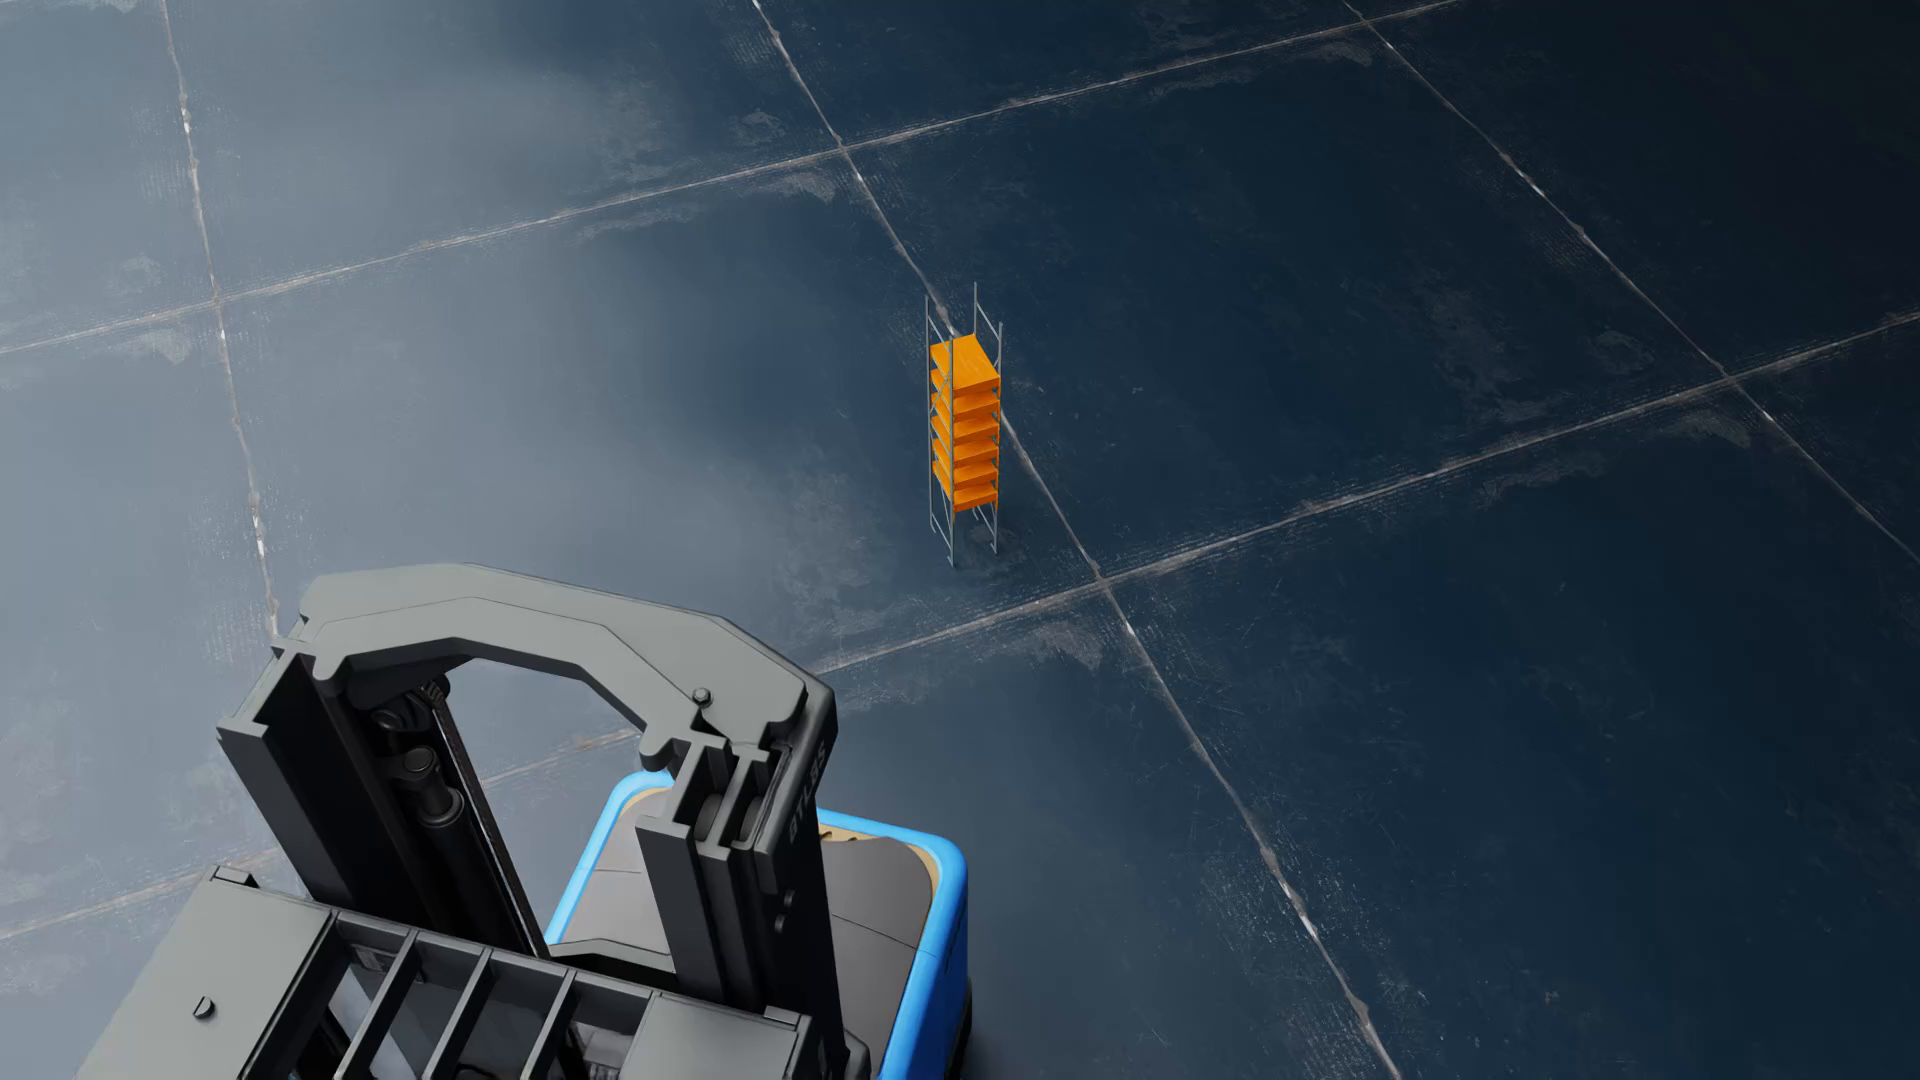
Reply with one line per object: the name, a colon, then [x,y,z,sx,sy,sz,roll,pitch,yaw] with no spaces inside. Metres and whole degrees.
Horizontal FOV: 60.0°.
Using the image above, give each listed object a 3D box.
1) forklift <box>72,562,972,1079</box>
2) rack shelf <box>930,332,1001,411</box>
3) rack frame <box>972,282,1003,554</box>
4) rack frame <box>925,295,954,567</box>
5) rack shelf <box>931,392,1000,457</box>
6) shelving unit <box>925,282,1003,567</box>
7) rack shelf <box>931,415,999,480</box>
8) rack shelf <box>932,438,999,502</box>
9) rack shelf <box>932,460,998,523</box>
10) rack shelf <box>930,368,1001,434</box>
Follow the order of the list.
forklift: [-0.837,1.549,3.328,1.130,2.935,3.031,11,50,10]
rack shelf: [0.013,-0.601,5.900,0.180,0.103,0.258,-17,52,-14]
rack frame: [0.098,-0.421,6.162,0.006,1.200,0.240,-17,52,-14]
rack frame: [-0.071,-0.369,6.117,0.006,1.200,0.240,-17,52,-14]
rack shelf: [0.013,-0.444,6.082,0.180,0.103,0.258,-17,52,-14]
shelving unit: [0.013,-0.395,6.139,0.189,1.200,0.258,-17,52,-14]
rack shelf: [0.013,-0.366,6.173,0.180,0.103,0.258,-17,52,-14]
rack shelf: [0.013,-0.288,6.264,0.180,0.103,0.258,-17,52,-14]
rack shelf: [0.013,-0.210,6.355,0.180,0.103,0.258,-17,52,-14]
rack shelf: [0.013,-0.522,5.991,0.180,0.103,0.258,-17,52,-14]
